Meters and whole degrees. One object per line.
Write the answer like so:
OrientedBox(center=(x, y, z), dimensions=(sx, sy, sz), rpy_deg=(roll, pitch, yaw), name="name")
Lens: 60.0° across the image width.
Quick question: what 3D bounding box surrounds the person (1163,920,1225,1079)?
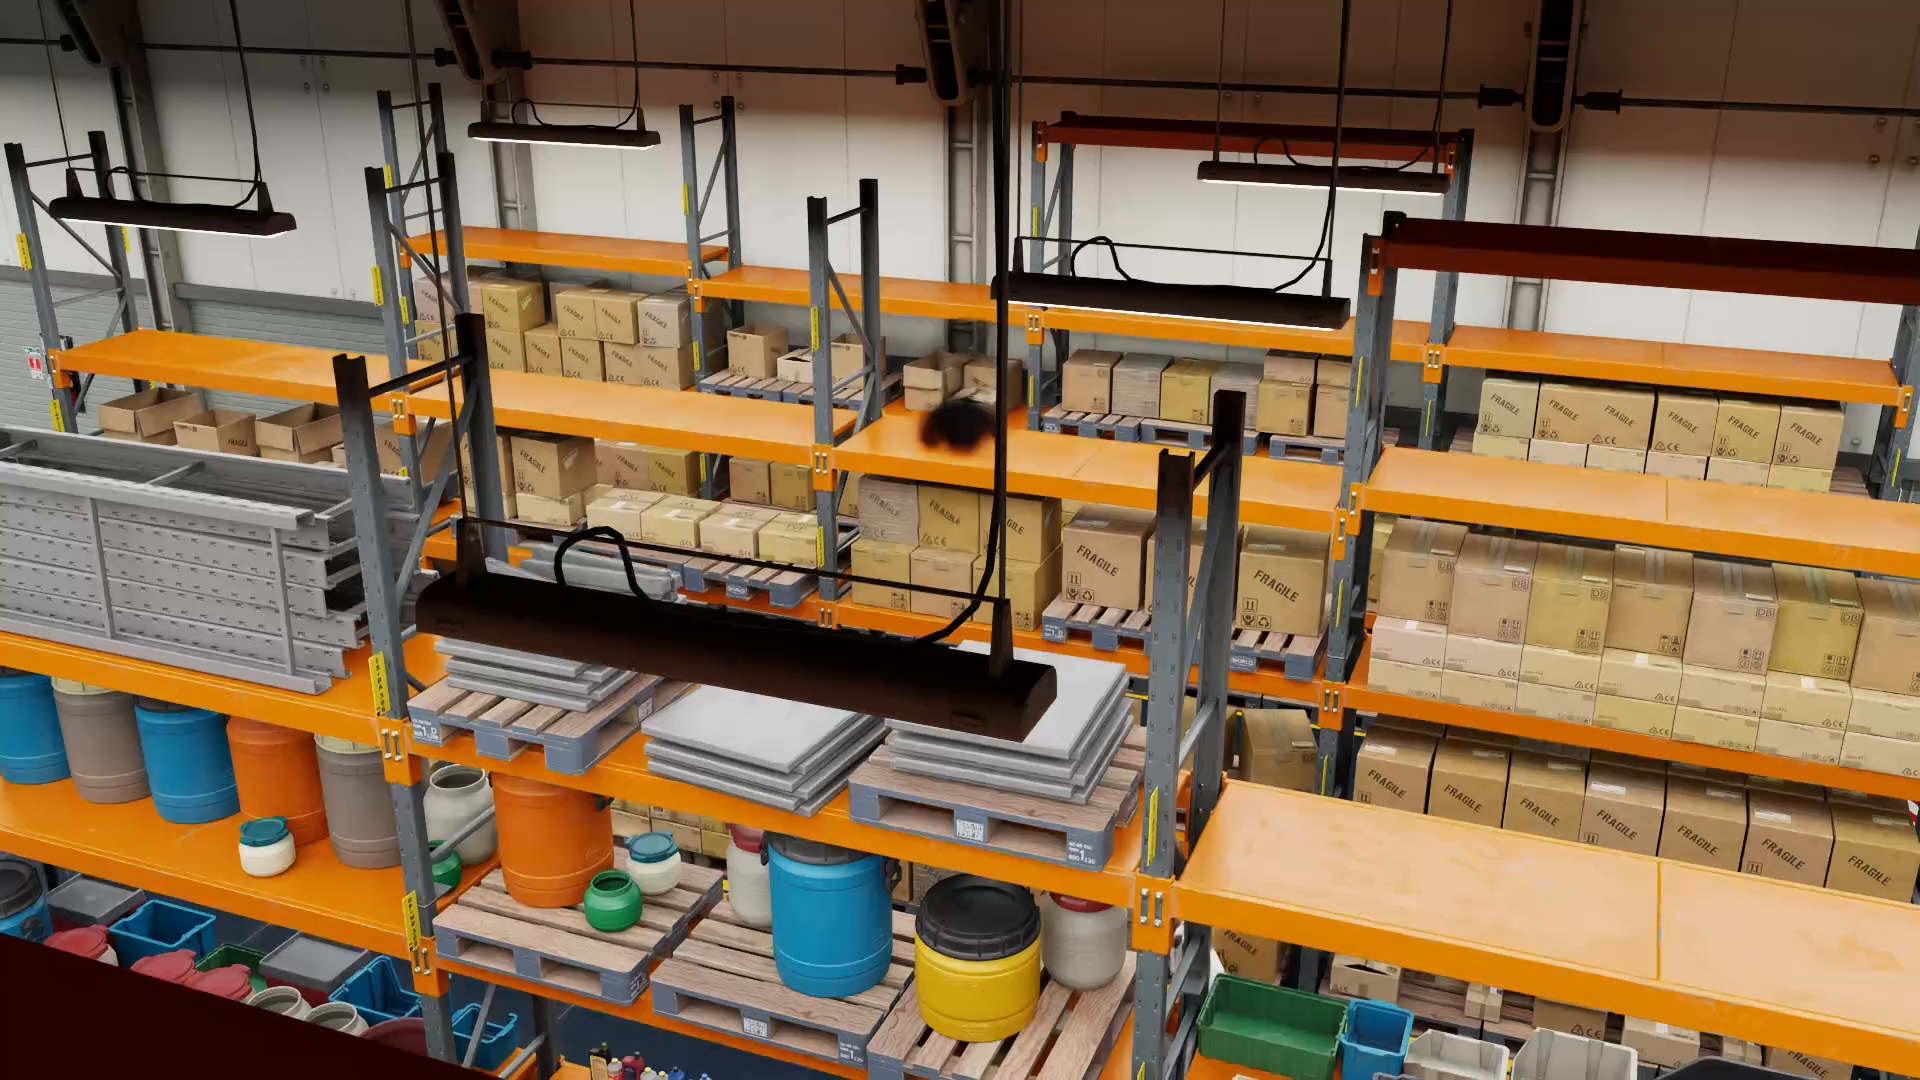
OrientedBox(center=(1.654, 3.158, 11.627), dimensions=(0.844, 1.688, 0.588), rpy_deg=(8, 22, 20), name="person")
